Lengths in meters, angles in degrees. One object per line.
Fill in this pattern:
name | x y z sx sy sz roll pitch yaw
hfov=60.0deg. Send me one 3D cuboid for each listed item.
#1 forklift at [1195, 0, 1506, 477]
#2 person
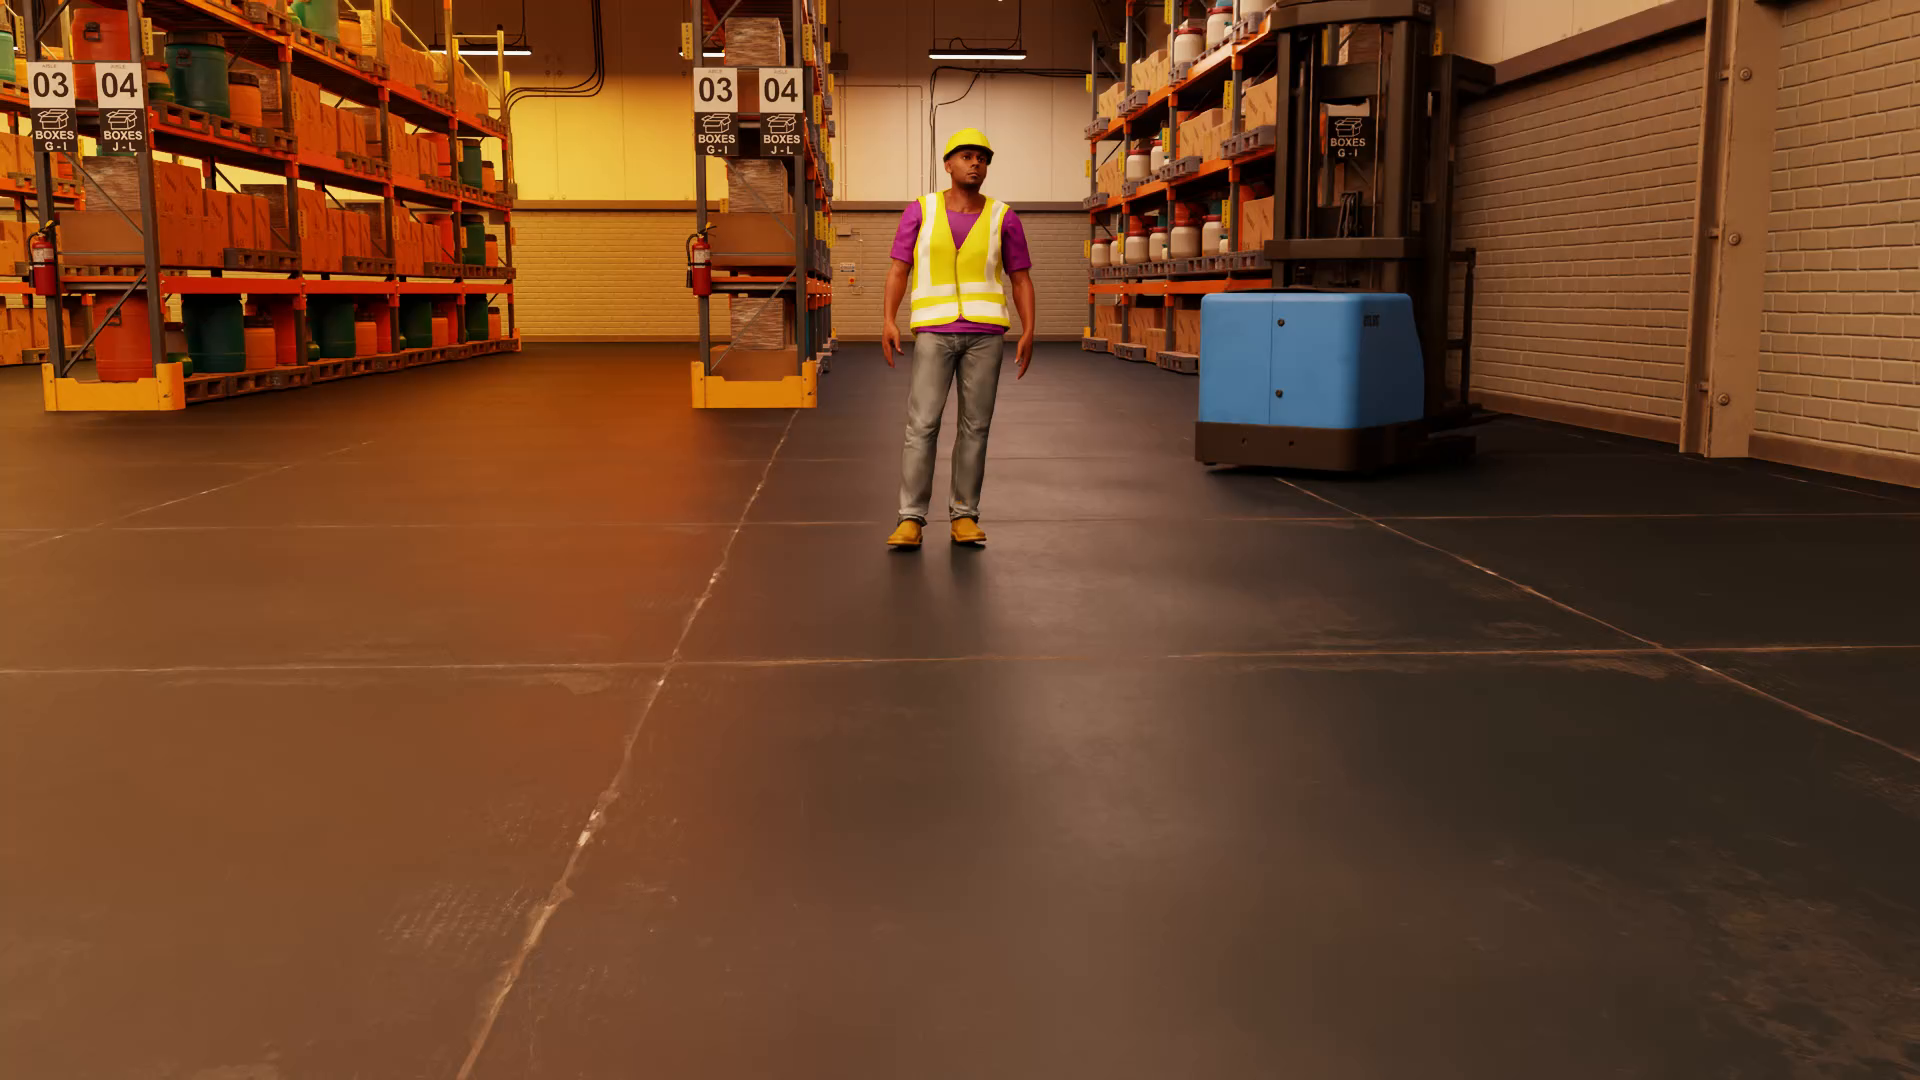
forklift | 2.712 -1.985 10.699 1.130 2.935 3.031 6 11 37
person | -0.001 -0.870 7.110 0.666 1.768 0.575 -1 8 -4
